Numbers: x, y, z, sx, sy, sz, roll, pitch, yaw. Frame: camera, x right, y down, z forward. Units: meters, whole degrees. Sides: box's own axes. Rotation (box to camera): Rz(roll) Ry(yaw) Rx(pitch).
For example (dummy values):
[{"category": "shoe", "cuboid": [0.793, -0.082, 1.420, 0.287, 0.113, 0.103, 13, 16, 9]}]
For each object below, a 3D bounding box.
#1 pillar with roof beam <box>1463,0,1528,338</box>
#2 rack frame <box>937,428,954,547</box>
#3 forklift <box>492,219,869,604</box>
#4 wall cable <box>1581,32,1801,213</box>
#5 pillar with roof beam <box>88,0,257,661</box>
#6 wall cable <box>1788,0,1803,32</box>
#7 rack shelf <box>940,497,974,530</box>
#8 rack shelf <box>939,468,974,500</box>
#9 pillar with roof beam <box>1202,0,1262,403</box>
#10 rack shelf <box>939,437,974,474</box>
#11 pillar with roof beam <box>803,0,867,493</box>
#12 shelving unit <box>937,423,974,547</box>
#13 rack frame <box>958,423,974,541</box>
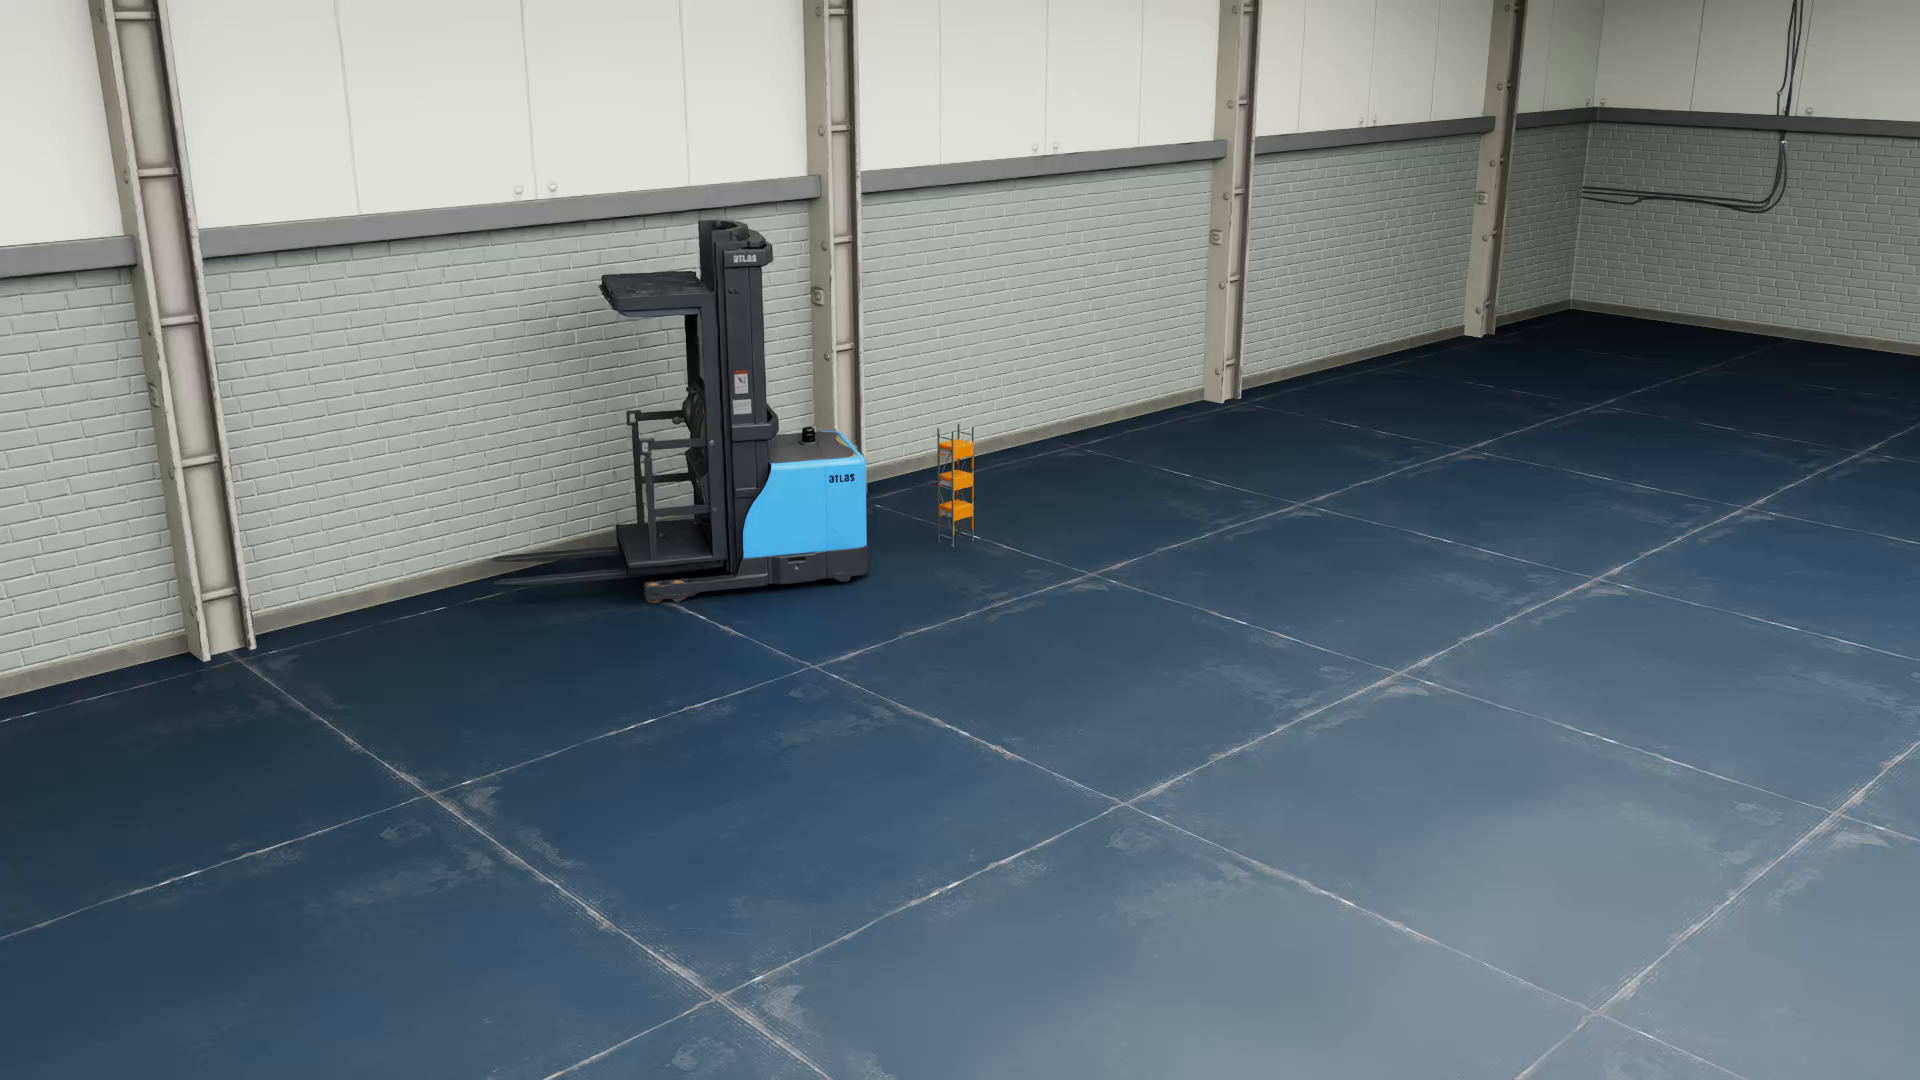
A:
[{"category": "pillar with roof beam", "cuboid": [10.510, -6.312, 19.863, 0.400, 9.000, 9.100, -16, 24, -41]}, {"category": "rack frame", "cuboid": [-0.127, -0.462, 14.708, 0.008, 1.050, 0.200, -16, 24, -41]}, {"category": "forklift", "cuboid": [-2.338, -1.063, 13.510, 3.031, 2.935, 1.130, -5, 19, -16]}, {"category": "wall cable", "cuboid": [10.601, -6.128, 24.329, 0.112, 2.526, 3.097, -16, 24, -41]}, {"category": "pillar with roof beam", "cuboid": [-2.569, -2.498, 8.100, 0.400, 9.000, 9.100, -16, 24, -41]}, {"category": "wall cable", "cuboid": [12.460, -7.924, 21.681, 0.112, 2.526, 3.097, -16, 24, -41]}, {"category": "rack shelf", "cuboid": [-0.039, -0.214, 14.877, 0.240, 0.259, 0.215, -16, 24, -41]}, {"category": "rack shelf", "cuboid": [-0.039, -0.478, 14.791, 0.240, 0.259, 0.215, -16, 24, -41]}, {"category": "pillar with roof beam", "cuboid": [6.150, -5.041, 15.942, 0.400, 9.000, 9.100, -16, 24, -41]}, {"category": "rack shelf", "cuboid": [-0.039, -0.748, 14.704, 0.240, 0.259, 0.215, -16, 24, -41]}, {"category": "pillar with roof beam", "cuboid": [1.790, -3.770, 12.021, 0.400, 9.000, 9.100, -16, 24, -41]}, {"category": "shelving unit", "cuboid": [-0.039, -0.488, 14.788, 0.252, 1.050, 0.215, -16, 24, -41]}, {"category": "rack frame", "cuboid": [0.050, -0.514, 14.868, 0.008, 1.050, 0.200, -16, 24, -41]}]
